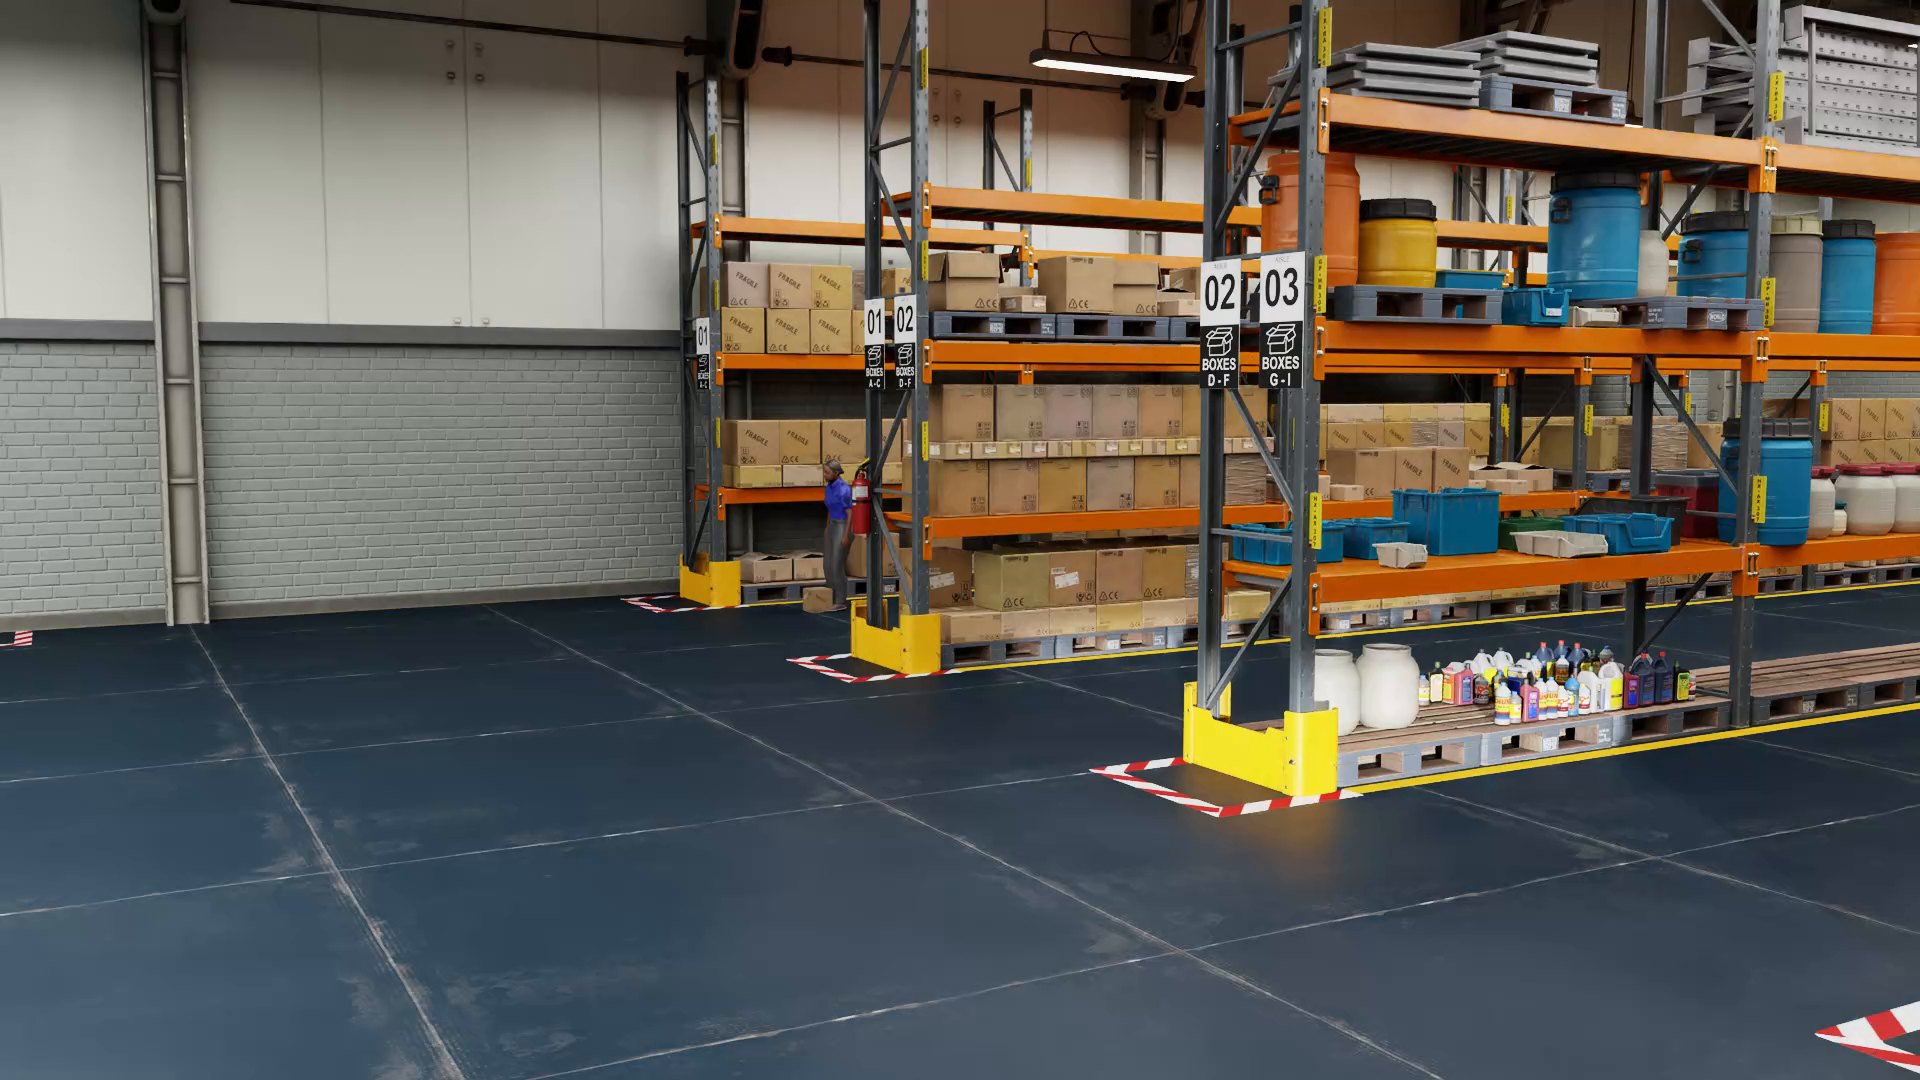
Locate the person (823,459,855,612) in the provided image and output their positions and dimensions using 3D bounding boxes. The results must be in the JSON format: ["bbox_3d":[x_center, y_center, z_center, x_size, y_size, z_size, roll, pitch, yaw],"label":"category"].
[{"bbox_3d":[-1.371,-0.056,18.160,0.402,1.653,0.518,-3,6,-32],"label":"person"}]
